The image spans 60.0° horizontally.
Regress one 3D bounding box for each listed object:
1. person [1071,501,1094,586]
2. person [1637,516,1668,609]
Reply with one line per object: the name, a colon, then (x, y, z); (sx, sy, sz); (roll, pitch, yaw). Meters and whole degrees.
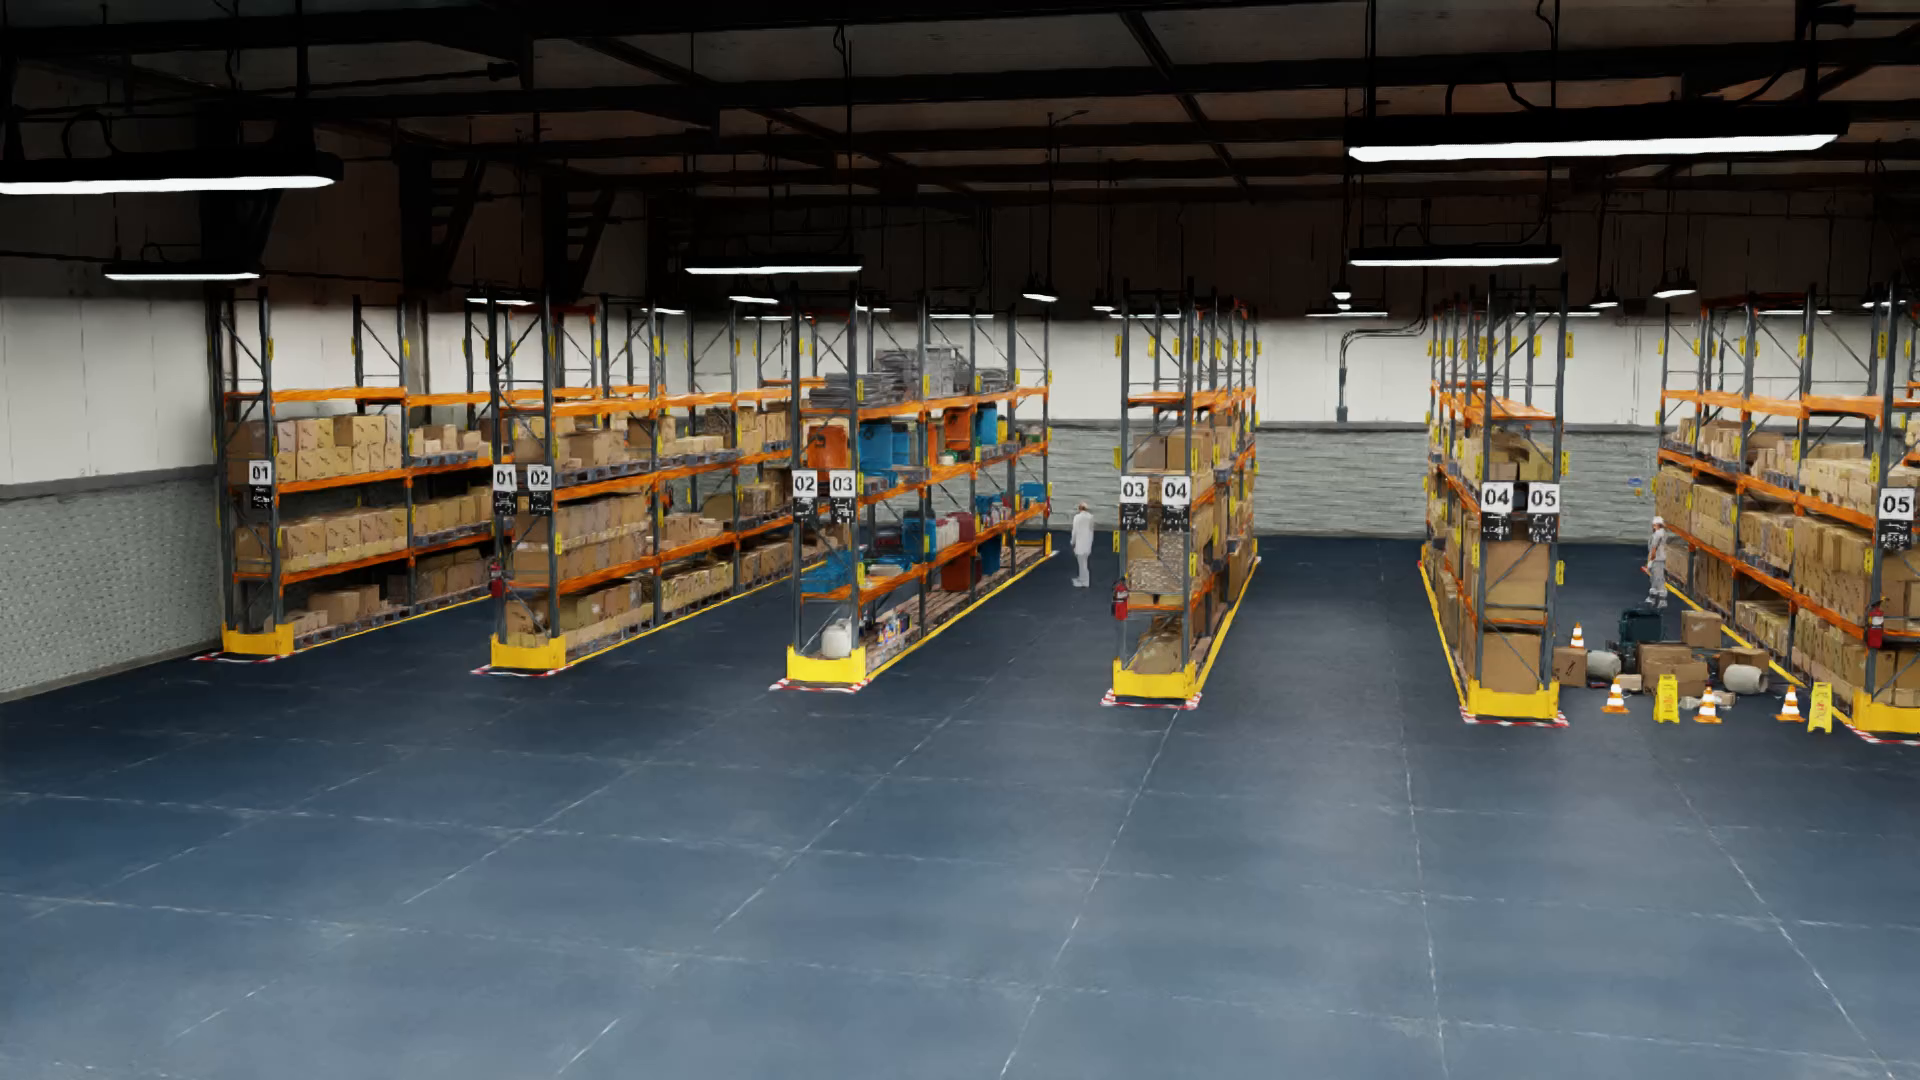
person: (2.564, 0.113, 35.215); (0.636, 1.667, 0.675); (6, 9, 40)
person: (13.413, 0.419, 32.104); (0.588, 1.785, 0.667); (4, 8, 32)
